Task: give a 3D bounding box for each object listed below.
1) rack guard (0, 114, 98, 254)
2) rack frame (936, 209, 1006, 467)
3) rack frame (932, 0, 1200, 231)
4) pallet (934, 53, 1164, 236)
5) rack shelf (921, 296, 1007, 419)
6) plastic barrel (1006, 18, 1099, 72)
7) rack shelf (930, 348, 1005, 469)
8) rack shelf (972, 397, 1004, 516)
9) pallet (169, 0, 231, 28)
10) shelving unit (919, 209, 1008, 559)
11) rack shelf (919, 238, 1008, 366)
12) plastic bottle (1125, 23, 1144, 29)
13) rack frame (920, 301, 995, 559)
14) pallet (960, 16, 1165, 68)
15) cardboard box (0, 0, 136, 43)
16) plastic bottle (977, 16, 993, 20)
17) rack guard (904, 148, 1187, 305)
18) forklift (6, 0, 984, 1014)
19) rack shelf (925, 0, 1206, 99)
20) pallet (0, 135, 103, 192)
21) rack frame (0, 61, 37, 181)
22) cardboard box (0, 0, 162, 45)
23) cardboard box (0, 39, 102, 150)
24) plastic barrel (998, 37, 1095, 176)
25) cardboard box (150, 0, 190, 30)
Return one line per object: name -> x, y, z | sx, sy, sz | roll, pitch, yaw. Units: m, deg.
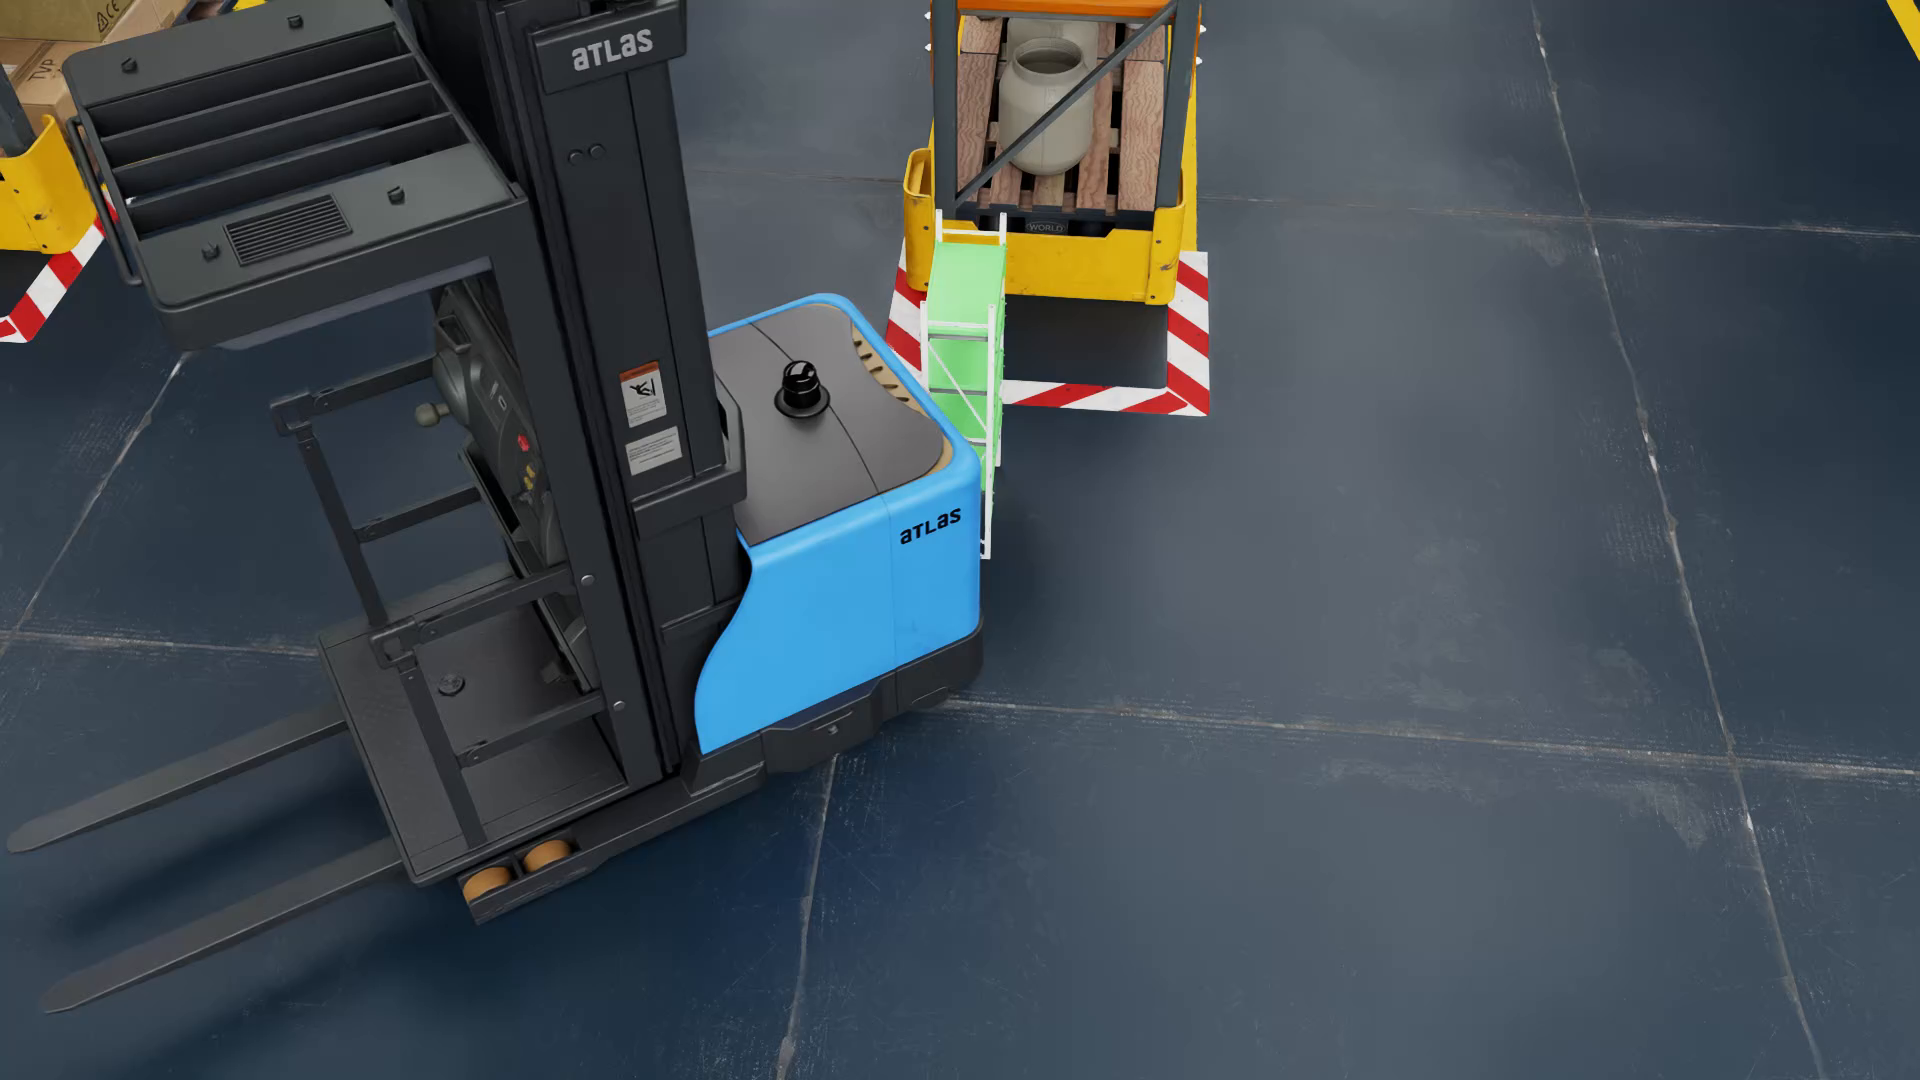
rack guard -> -4.537, -1.605, 7.379 | 1.175, 0.500, 0.348 | 4, 48, 4
rack frame -> 0.037, -0.706, 6.083 | 0.240, 1.200, 0.015 | 4, 48, 4
rack frame -> 0.398, -2.130, 6.166 | 1.000, 3.000, 0.127 | 4, 48, 4
pallet -> 0.437, -1.845, 7.794 | 1.003, 0.211, 1.213 | 4, 48, 4
rack shelf -> 0.015, -0.645, 5.789 | 0.258, 0.148, 0.480 | 4, 48, 4
plastic barrel -> 0.427, -2.289, 7.713 | 0.421, 0.512, 0.421 | 0, 48, 0
rack shelf -> 0.015, -0.483, 5.966 | 0.258, 0.148, 0.480 | 4, 48, 4
rack shelf -> 0.015, -0.321, 6.143 | 0.258, 0.148, 0.480 | 4, 48, 4
pallet -> -4.393, -2.984, 8.836 | 1.003, 0.211, 1.213 | 4, 48, 4
shelving unit -> 0.015, -0.527, 5.919 | 0.258, 1.200, 0.503 | 4, 48, 4
rack shelf -> 0.015, -0.807, 5.611 | 0.258, 0.148, 0.480 | 4, 48, 4
plastic bottle -> 0.873, -2.669, 8.209 | 0.097, 0.271, 0.097 | 0, 48, 0
rack frame -> -0.007, -0.347, 5.755 | 0.240, 1.200, 0.015 | 4, 48, 4
pallet -> 0.551, -2.739, 8.612 | 1.003, 0.211, 1.213 | 4, 48, 4
cardboard box -> -4.220, -2.680, 7.739 | 0.500, 0.500, 0.500 | 4, 48, 4
plastic bottle -> 0.129, -2.713, 8.297 | 0.097, 0.201, 0.097 | 0, 48, 0
rack guard -> 0.358, -1.346, 7.142 | 1.175, 0.500, 0.348 | 4, 48, 4
forklift -> -1.455, -0.265, 4.506 | 3.031, 2.935, 1.130 | -23, 52, -20
rack shelf -> 0.580, -3.357, 7.775 | 1.077, 0.370, 4.000 | 4, 48, 4
pallet -> -4.507, -2.090, 8.018 | 1.003, 0.211, 1.213 | 4, 48, 4
rack frame -> -4.534, -2.466, 6.473 | 1.000, 3.000, 0.127 | 4, 48, 4
cardboard box -> -4.222, -2.427, 8.015 | 0.500, 0.250, 0.500 | 4, 48, 4
cardboard box -> -4.264, -2.059, 7.679 | 0.500, 0.250, 0.500 | 4, 48, 4
plastic barrel -> 0.382, -1.921, 7.376 | 0.421, 0.512, 0.421 | 0, 48, 0
cardboard box -> -4.176, -2.794, 8.352 | 0.500, 0.250, 0.500 | 4, 48, 4
